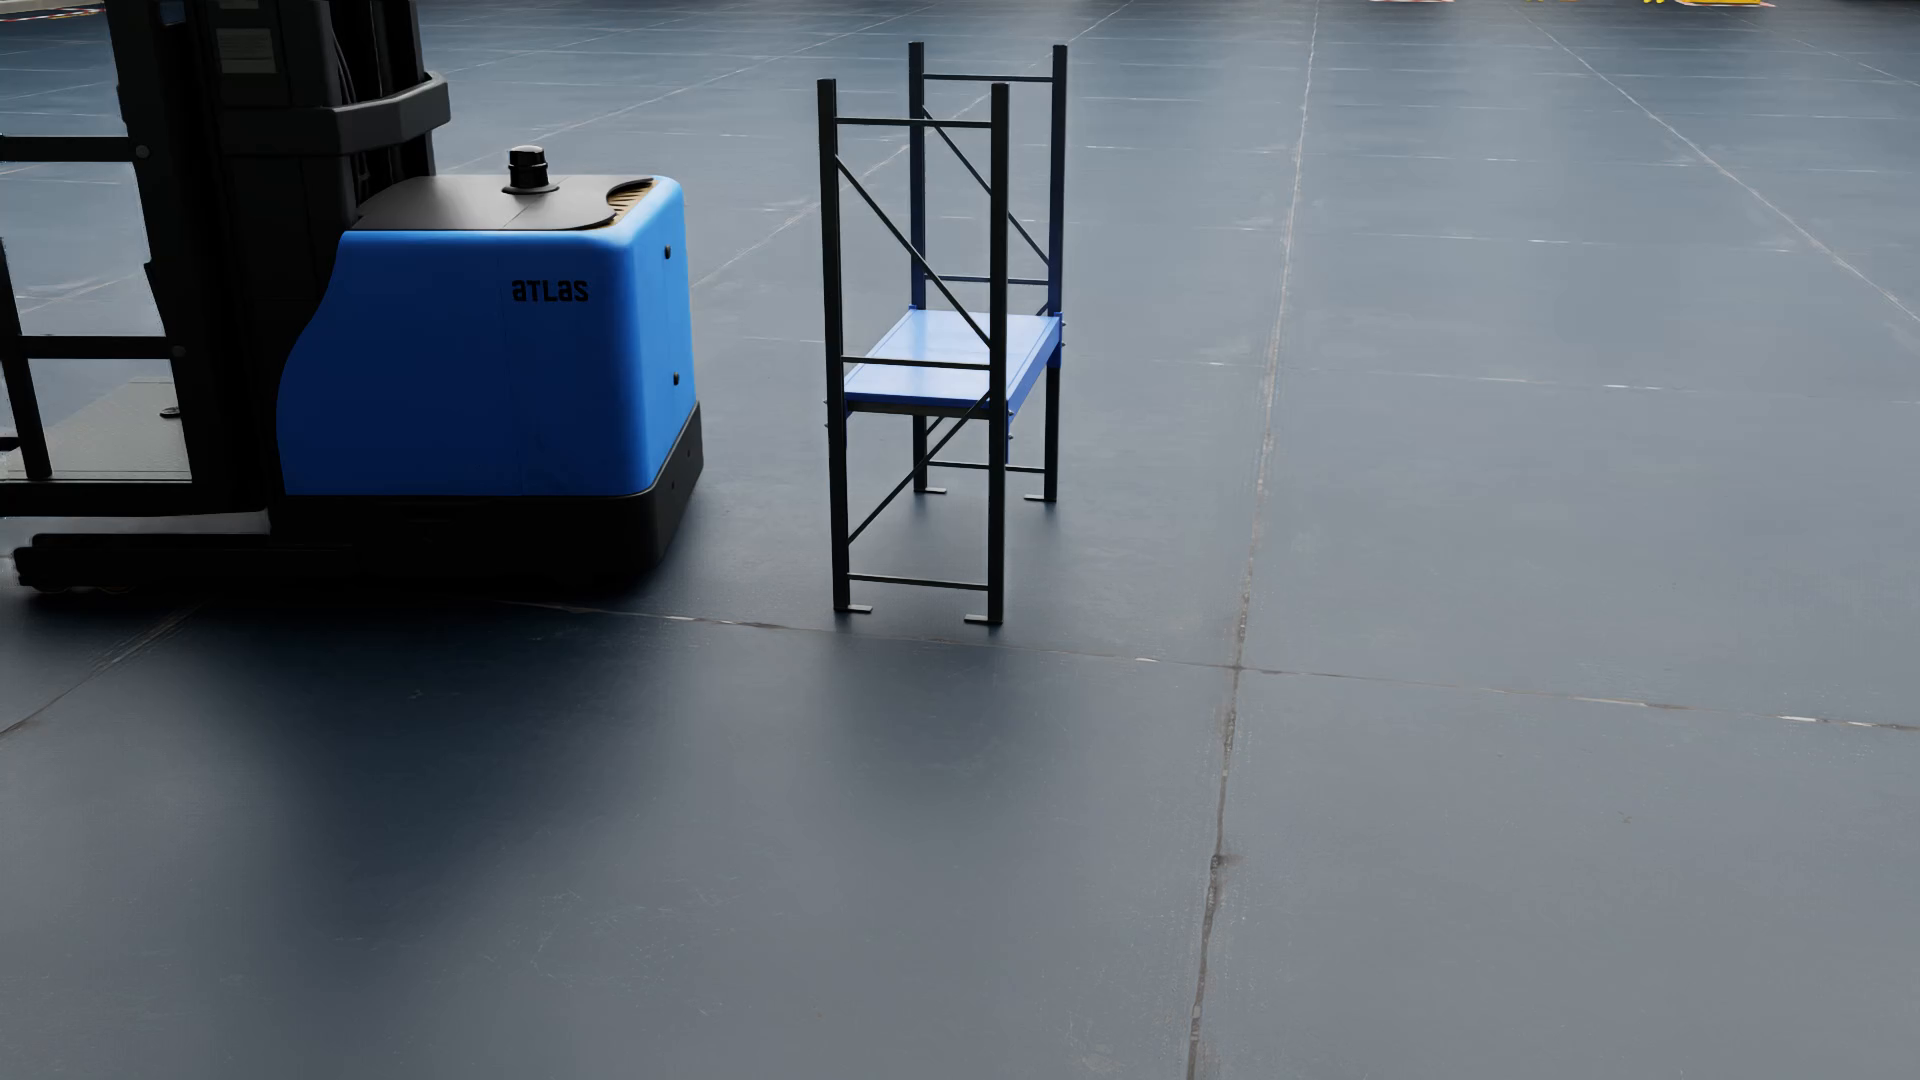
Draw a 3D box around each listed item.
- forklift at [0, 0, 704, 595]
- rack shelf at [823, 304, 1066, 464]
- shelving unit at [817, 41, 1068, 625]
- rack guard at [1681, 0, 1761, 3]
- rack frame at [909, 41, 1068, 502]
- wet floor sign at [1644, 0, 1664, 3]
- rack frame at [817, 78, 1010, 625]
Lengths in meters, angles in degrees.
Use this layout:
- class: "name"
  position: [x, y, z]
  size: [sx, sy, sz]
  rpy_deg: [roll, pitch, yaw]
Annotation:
- class: "forklift"
  position: [-2.412, -1.394, 4.892]
  size: [3.031, 2.935, 1.130]
  rpy_deg: [0, 22, 1]
- class: "rack shelf"
  position: [-0.017, -0.498, 5.063]
  size: [0.538, 0.185, 1.000]
  rpy_deg: [4, 22, 11]
- class: "shelving unit"
  position: [-0.017, -0.664, 4.996]
  size: [0.538, 1.500, 1.048]
  rpy_deg: [4, 22, 11]
- class: "rack guard"
  position: [12.448, -9.041, 27.132]
  size: [1.175, 0.500, 0.348]
  rpy_deg: [4, 22, 11]
- class: "rack frame"
  position: [0.086, -0.850, 5.458]
  size: [0.500, 1.500, 0.032]
  rpy_deg: [4, 22, 11]
- class: "wet floor sign"
  position: [11.347, -9.092, 27.066]
  size: [0.267, 0.644, 0.232]
  rpy_deg: [13, 25, 29]
- class: "rack frame"
  position: [-0.121, -0.479, 4.534]
  size: [0.500, 1.500, 0.032]
  rpy_deg: [4, 22, 11]
